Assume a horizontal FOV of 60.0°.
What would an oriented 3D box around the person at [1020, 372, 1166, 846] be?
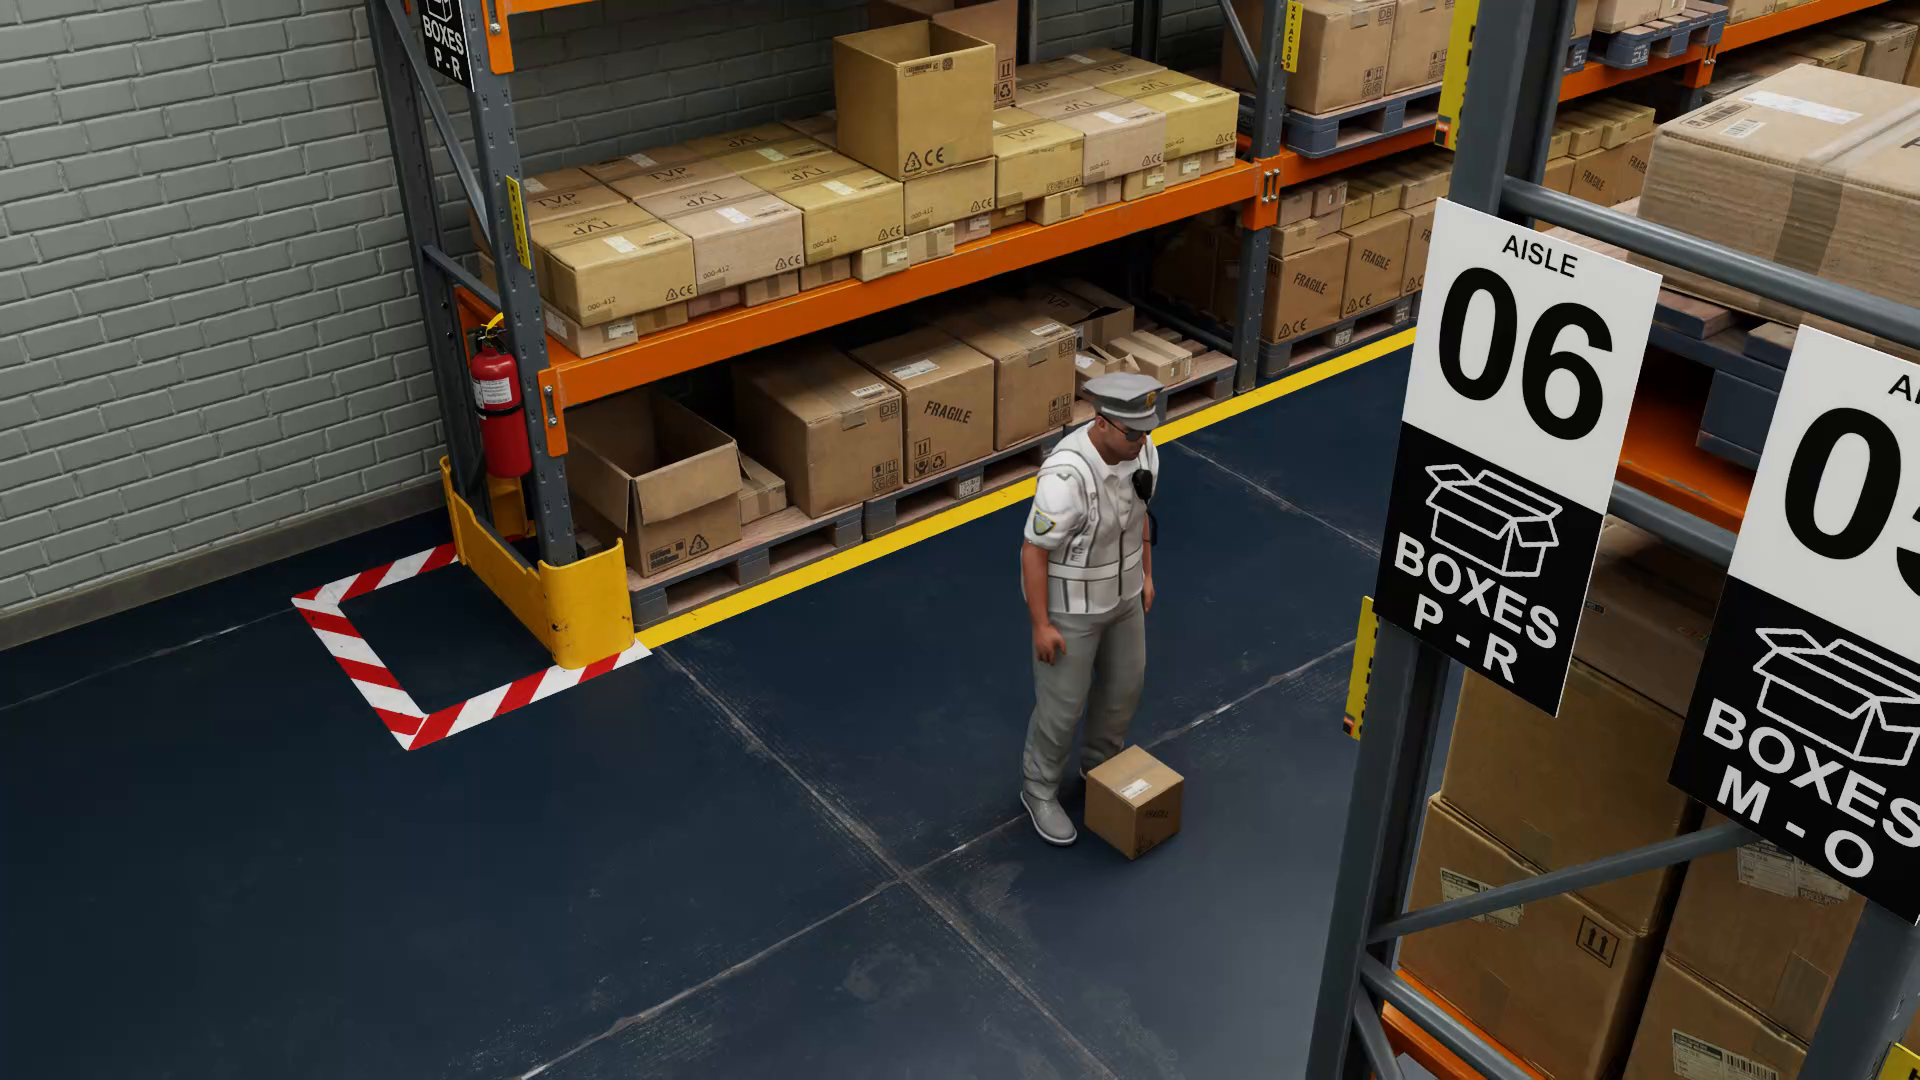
[{"bbox_3d":[0.462,0.208,5.797,0.593,1.746,0.480,-24,39,-34],"label":"person"}]
